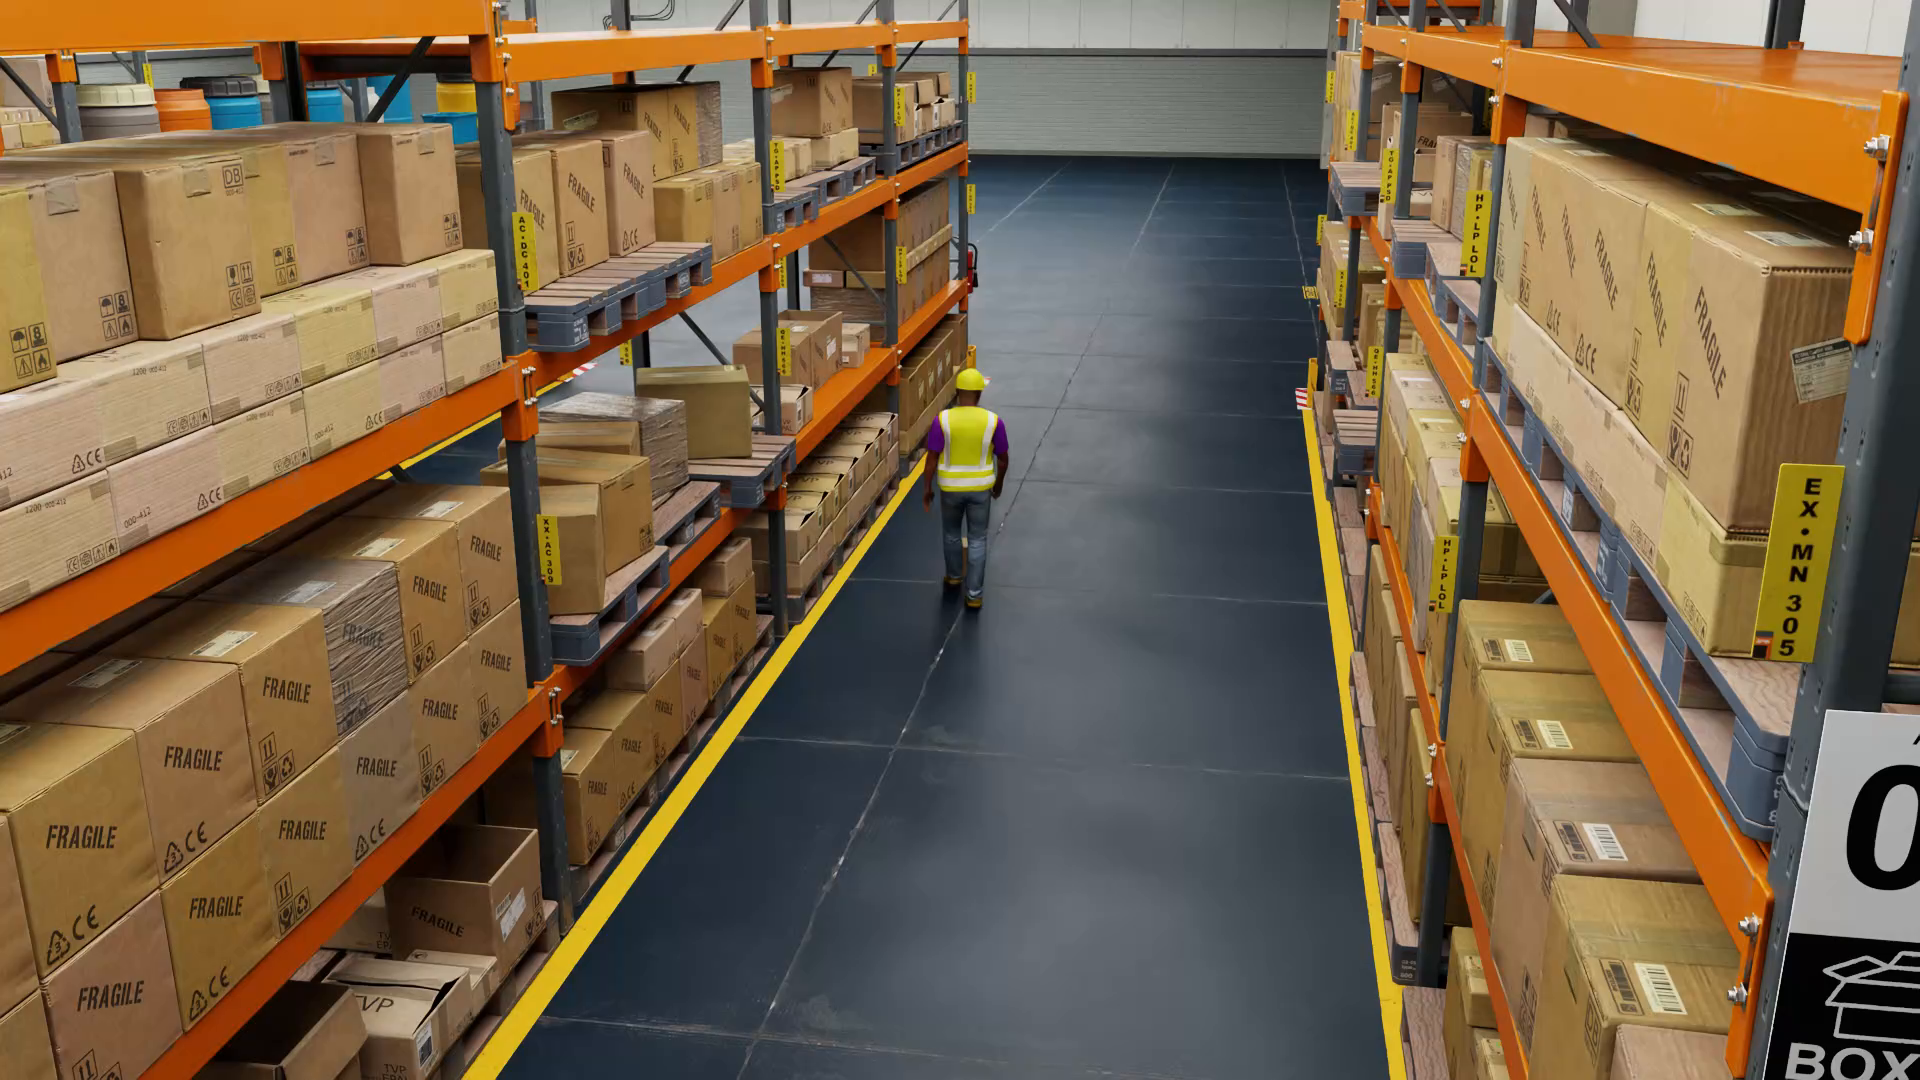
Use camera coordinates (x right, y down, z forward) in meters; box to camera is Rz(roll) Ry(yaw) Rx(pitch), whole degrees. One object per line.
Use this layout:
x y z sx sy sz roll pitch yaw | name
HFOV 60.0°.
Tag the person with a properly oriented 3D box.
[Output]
0.051 -0.429 12.321 0.624 1.753 0.793 1 18 4 | person
